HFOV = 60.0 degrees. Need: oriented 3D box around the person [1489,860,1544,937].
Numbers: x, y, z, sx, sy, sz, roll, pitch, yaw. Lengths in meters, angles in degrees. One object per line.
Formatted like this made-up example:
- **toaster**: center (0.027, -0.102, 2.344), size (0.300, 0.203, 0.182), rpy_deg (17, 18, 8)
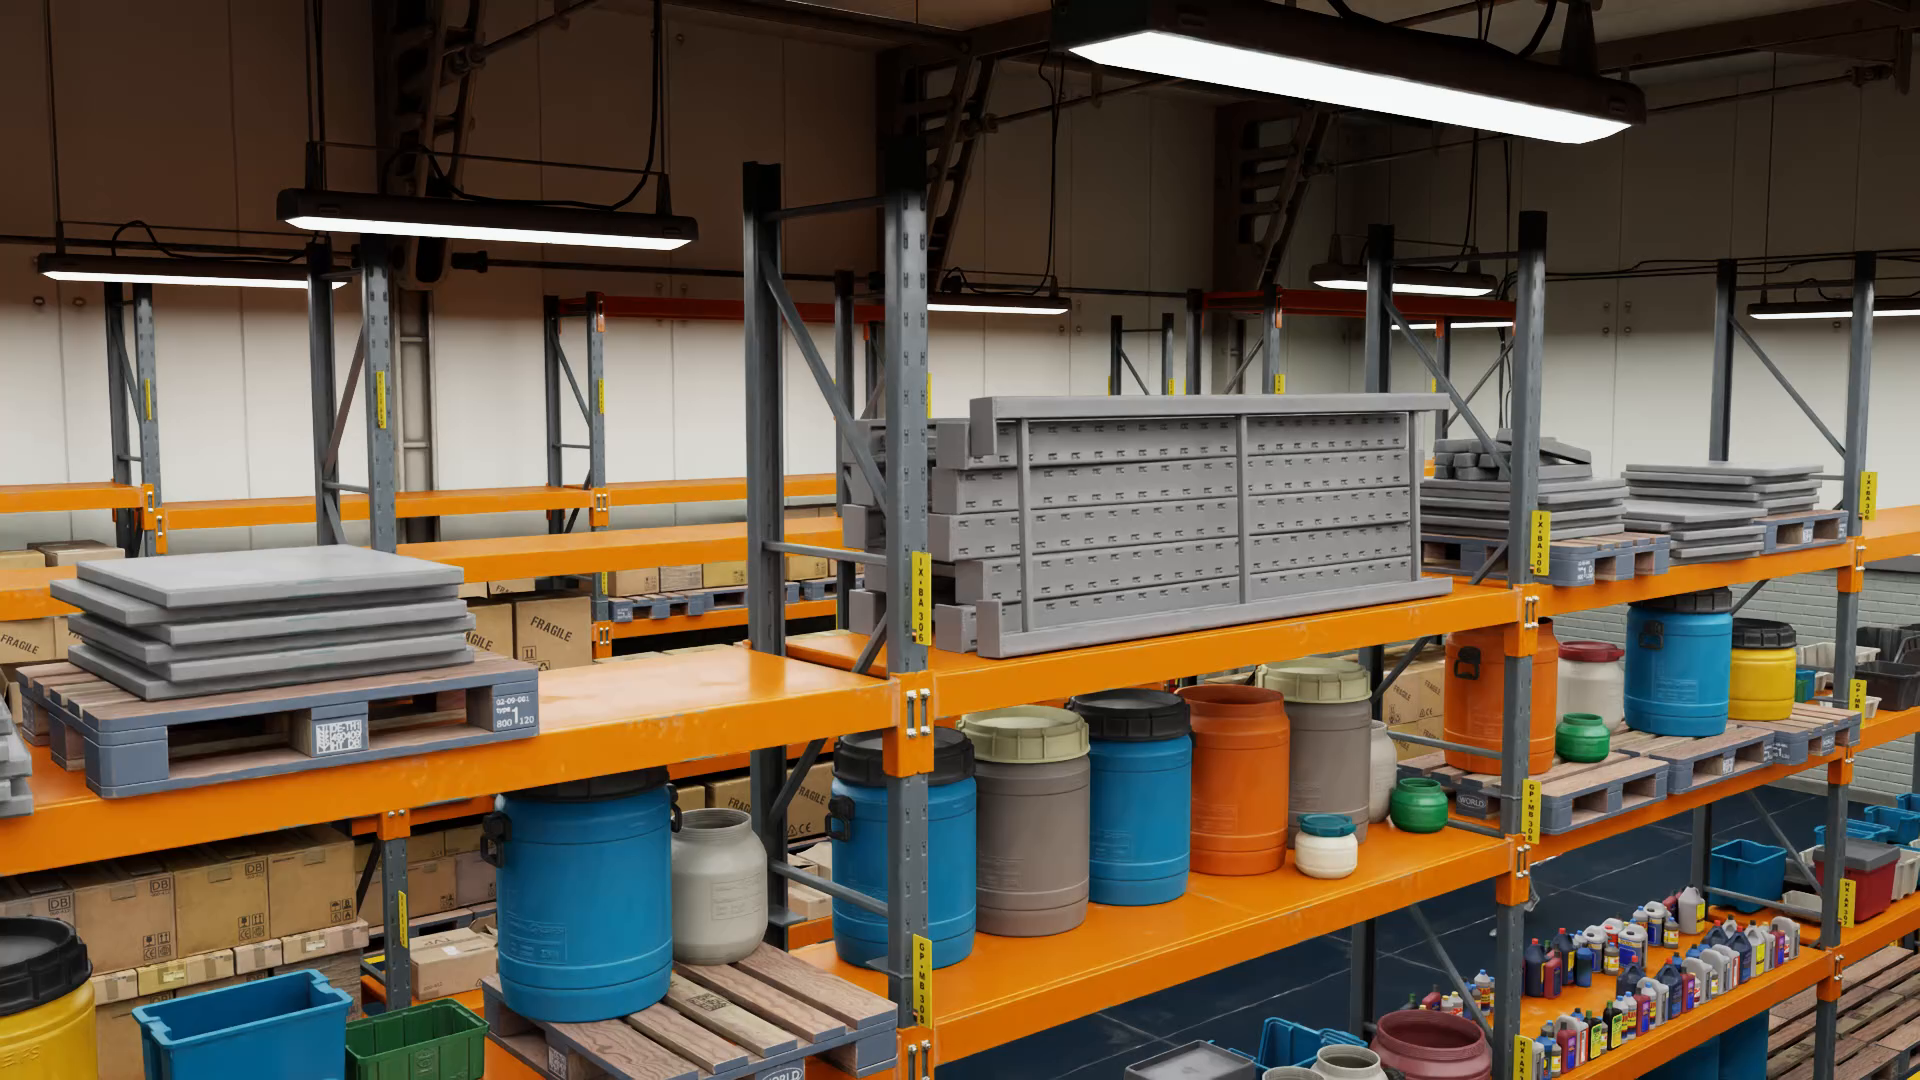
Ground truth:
- **person**: center (5.237, 2.831, 15.619), size (1.013, 1.625, 0.549), rpy_deg (-5, 7, -41)
